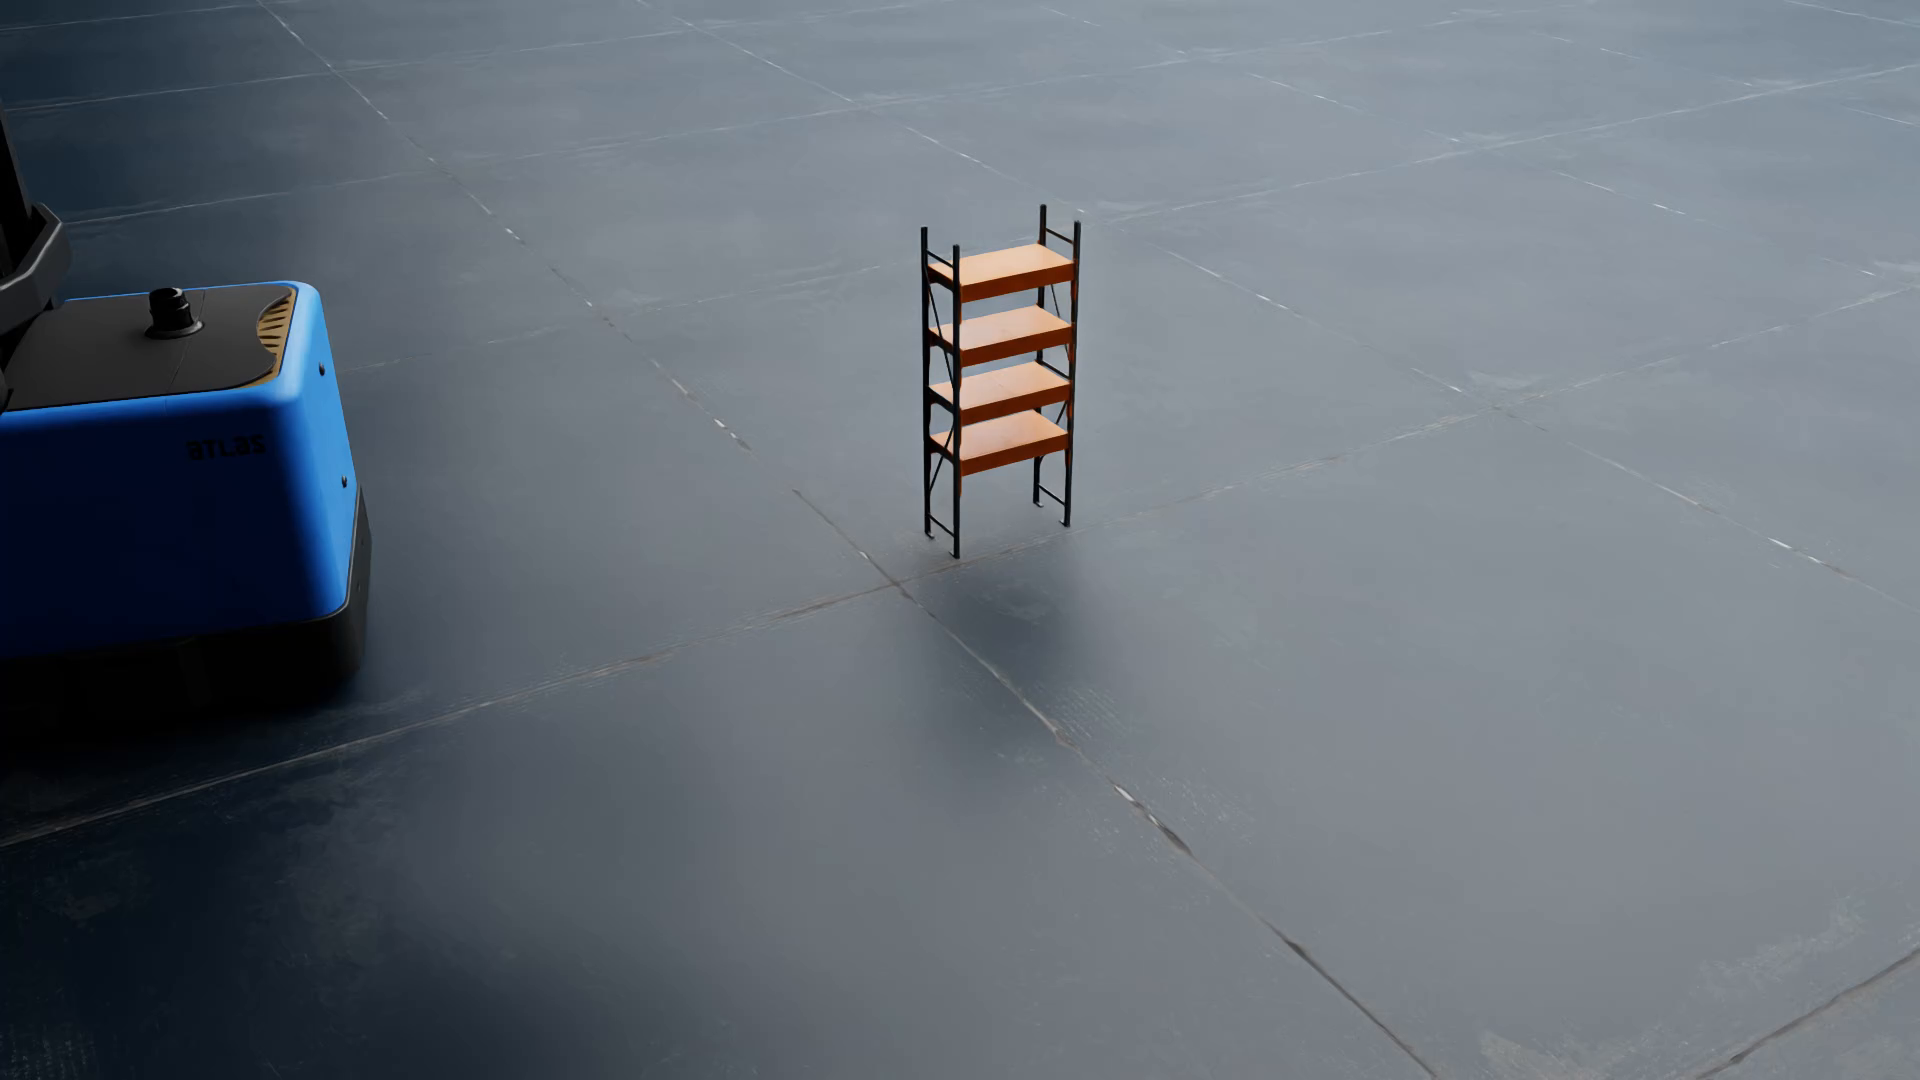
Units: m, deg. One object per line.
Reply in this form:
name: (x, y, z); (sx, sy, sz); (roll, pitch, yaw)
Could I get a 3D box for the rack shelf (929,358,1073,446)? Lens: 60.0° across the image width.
rack shelf: (0.143, -0.507, 6.066); (0.480, 0.148, 0.258); (-16, 33, -26)

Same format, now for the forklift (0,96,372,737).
forklift: (-3.505, -0.825, 4.712); (3.031, 2.935, 1.130); (-7, 30, -13)

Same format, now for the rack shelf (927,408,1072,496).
rack shelf: (0.143, -0.333, 6.162); (0.480, 0.148, 0.258); (-16, 33, -26)

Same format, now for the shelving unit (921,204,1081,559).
shelving unit: (0.143, -0.566, 6.034); (0.503, 1.200, 0.258); (-16, 33, -26)

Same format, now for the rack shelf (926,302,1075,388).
rack shelf: (0.143, -0.703, 5.958); (0.480, 0.148, 0.258); (-16, 33, -26)

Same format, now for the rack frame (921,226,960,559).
rack frame: (-0.068, -0.506, 5.925); (0.015, 1.200, 0.240); (-16, 33, -26)

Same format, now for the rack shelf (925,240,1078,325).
rack shelf: (0.143, -0.910, 5.844); (0.480, 0.148, 0.258); (-16, 33, -26)

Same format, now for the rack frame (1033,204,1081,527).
rack frame: (0.353, -0.626, 6.142); (0.015, 1.200, 0.240); (-16, 33, -26)
